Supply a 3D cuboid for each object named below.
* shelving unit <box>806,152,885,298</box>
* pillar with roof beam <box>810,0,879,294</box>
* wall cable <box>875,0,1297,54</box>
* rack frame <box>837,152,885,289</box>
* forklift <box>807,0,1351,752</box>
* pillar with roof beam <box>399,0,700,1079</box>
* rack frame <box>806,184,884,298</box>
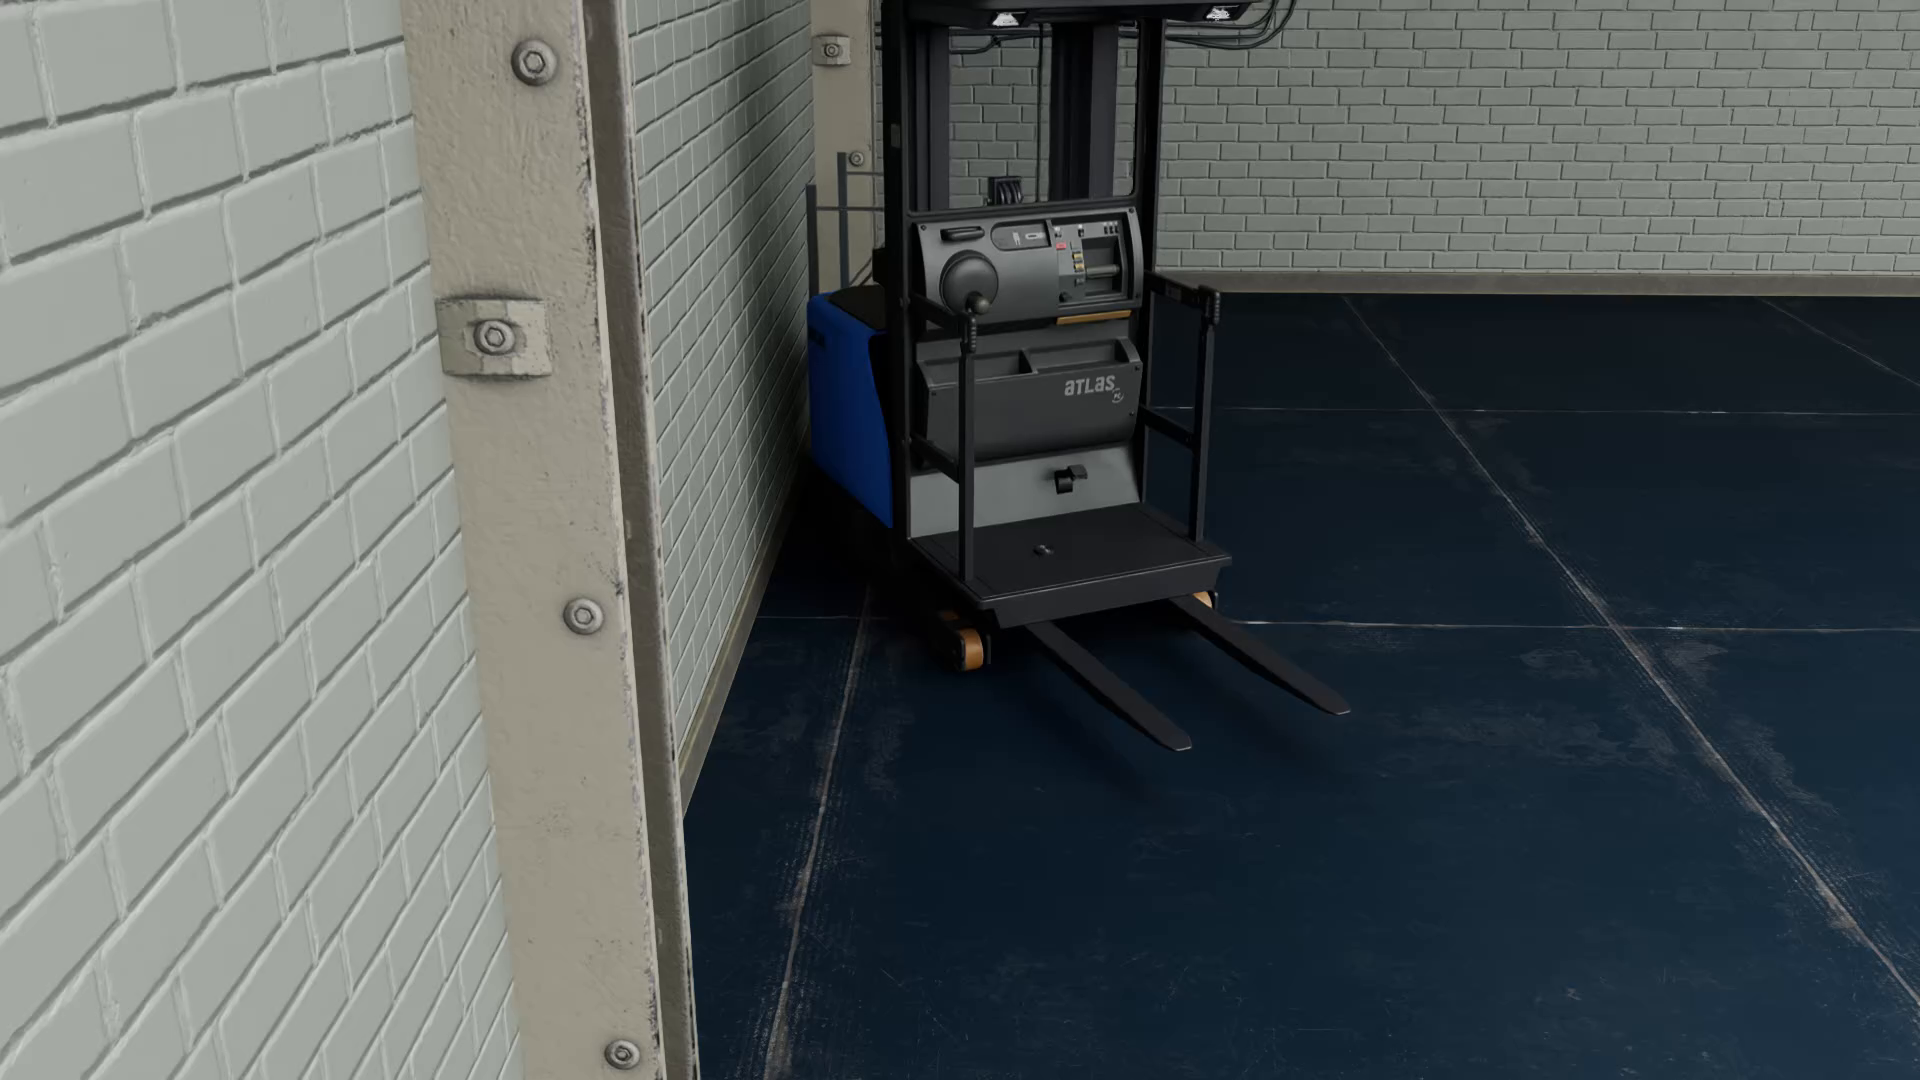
[{"bbox_3d":[-0.410,-1.085,8.252,0.538,1.500,1.048,1,21,4],"label":"shelving unit"},{"bbox_3d":[3.685,-4.921,7.771,9.100,9.000,0.400,1,21,2],"label":"pillar with roof beam"},{"bbox_3d":[0.793,-4.571,11.162,3.097,2.526,0.112,1,21,2],"label":"wall cable"},{"bbox_3d":[-0.374,-1.268,8.725,0.500,1.500,0.032,1,21,4],"label":"rack frame"},{"bbox_3d":[0.365,-1.047,6.176,1.130,2.935,3.031,-9,23,-22],"label":"forklift"},{"bbox_3d":[3.502,-2.751,2.180,9.100,9.000,0.400,1,21,2],"label":"pillar with roof beam"},{"bbox_3d":[-0.446,-0.902,7.779,0.500,1.500,0.032,1,21,4],"label":"rack frame"}]
